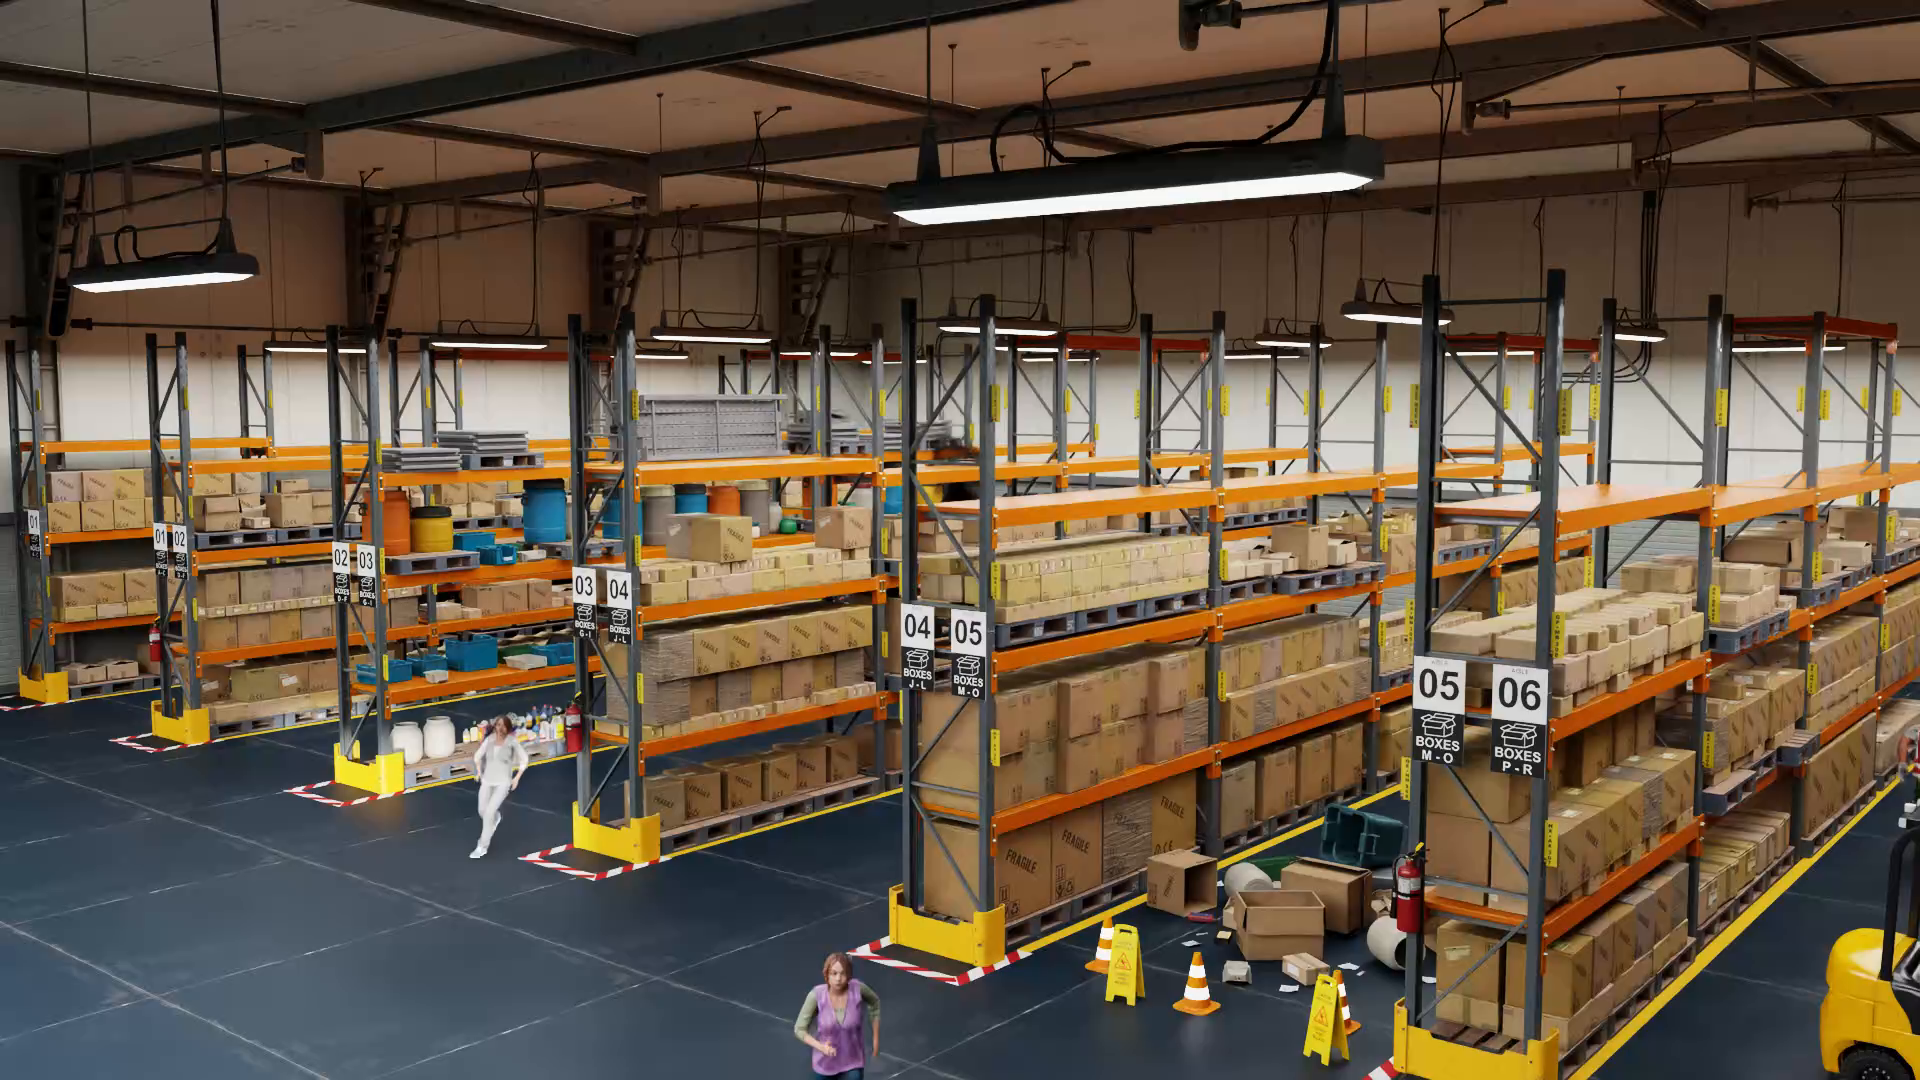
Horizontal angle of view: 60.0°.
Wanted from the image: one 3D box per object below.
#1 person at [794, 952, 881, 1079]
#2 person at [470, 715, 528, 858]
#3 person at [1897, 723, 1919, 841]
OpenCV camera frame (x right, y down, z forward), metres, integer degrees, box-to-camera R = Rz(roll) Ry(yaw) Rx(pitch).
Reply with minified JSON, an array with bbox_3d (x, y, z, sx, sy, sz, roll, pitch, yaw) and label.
[{"bbox_3d":[-0.786,3.411,10.734,0.563,1.606,0.903,-1,5,-6],"label":"person"},{"bbox_3d":[-5.153,2.724,18.606,0.602,1.545,0.742,1,5,6],"label":"person"},{"bbox_3d":[10.796,2.657,18.457,0.643,1.720,0.752,5,7,43],"label":"person"}]
